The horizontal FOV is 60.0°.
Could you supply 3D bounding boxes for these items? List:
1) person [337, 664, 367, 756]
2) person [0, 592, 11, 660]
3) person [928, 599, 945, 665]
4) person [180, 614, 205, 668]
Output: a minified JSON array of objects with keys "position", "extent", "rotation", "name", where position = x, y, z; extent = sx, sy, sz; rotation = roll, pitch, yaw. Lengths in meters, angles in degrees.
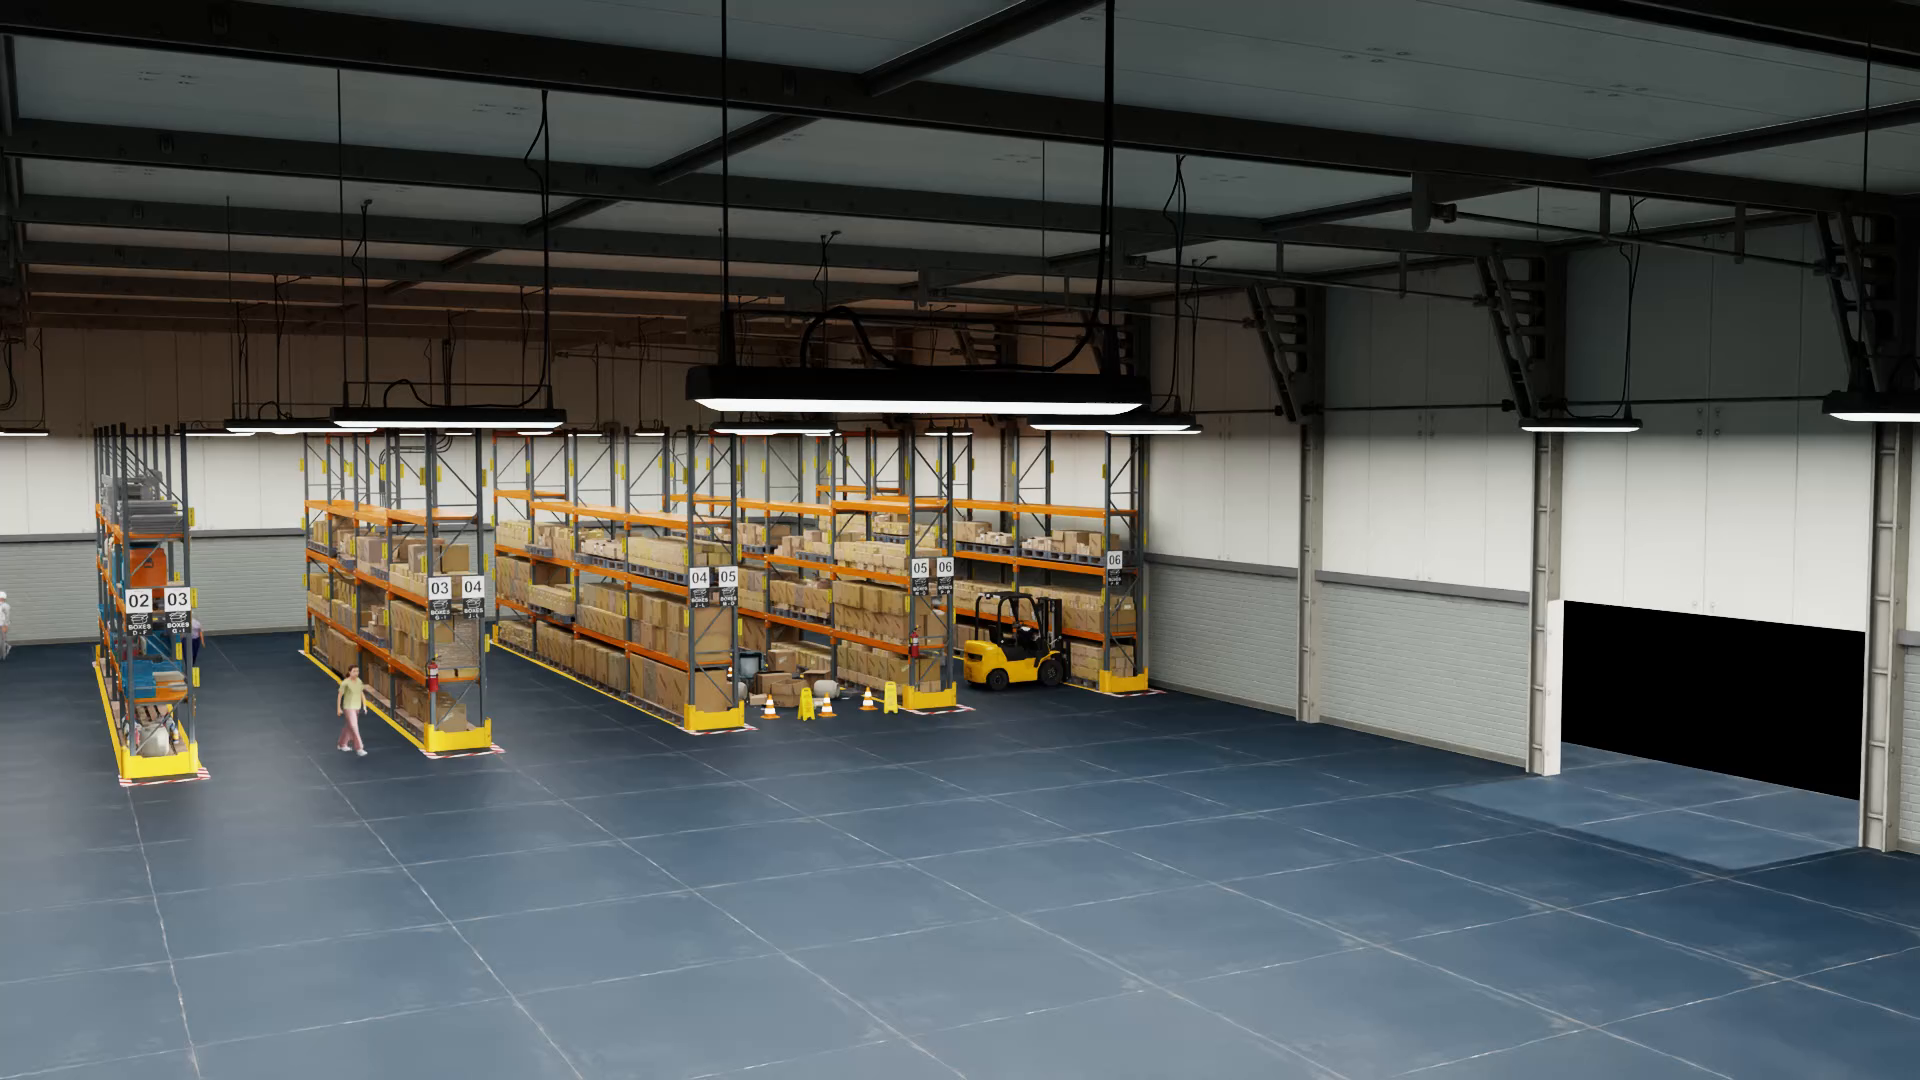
[{"position":[-10.992,3.058,30.165],"extent":[0.974,1.614,0.483],"rotation":[2,4,26],"name":"person"},{"position":[-24.821,2.220,43.080],"extent":[0.555,1.762,0.583],"rotation":[2,4,25],"name":"person"},{"position":[-0.590,2.359,42.031],"extent":[0.520,1.737,0.592],"rotation":[-3,5,-40],"name":"person"},{"position":[-18.556,2.496,40.110],"extent":[0.586,1.554,1.048],"rotation":[-3,4,-38],"name":"person"}]
